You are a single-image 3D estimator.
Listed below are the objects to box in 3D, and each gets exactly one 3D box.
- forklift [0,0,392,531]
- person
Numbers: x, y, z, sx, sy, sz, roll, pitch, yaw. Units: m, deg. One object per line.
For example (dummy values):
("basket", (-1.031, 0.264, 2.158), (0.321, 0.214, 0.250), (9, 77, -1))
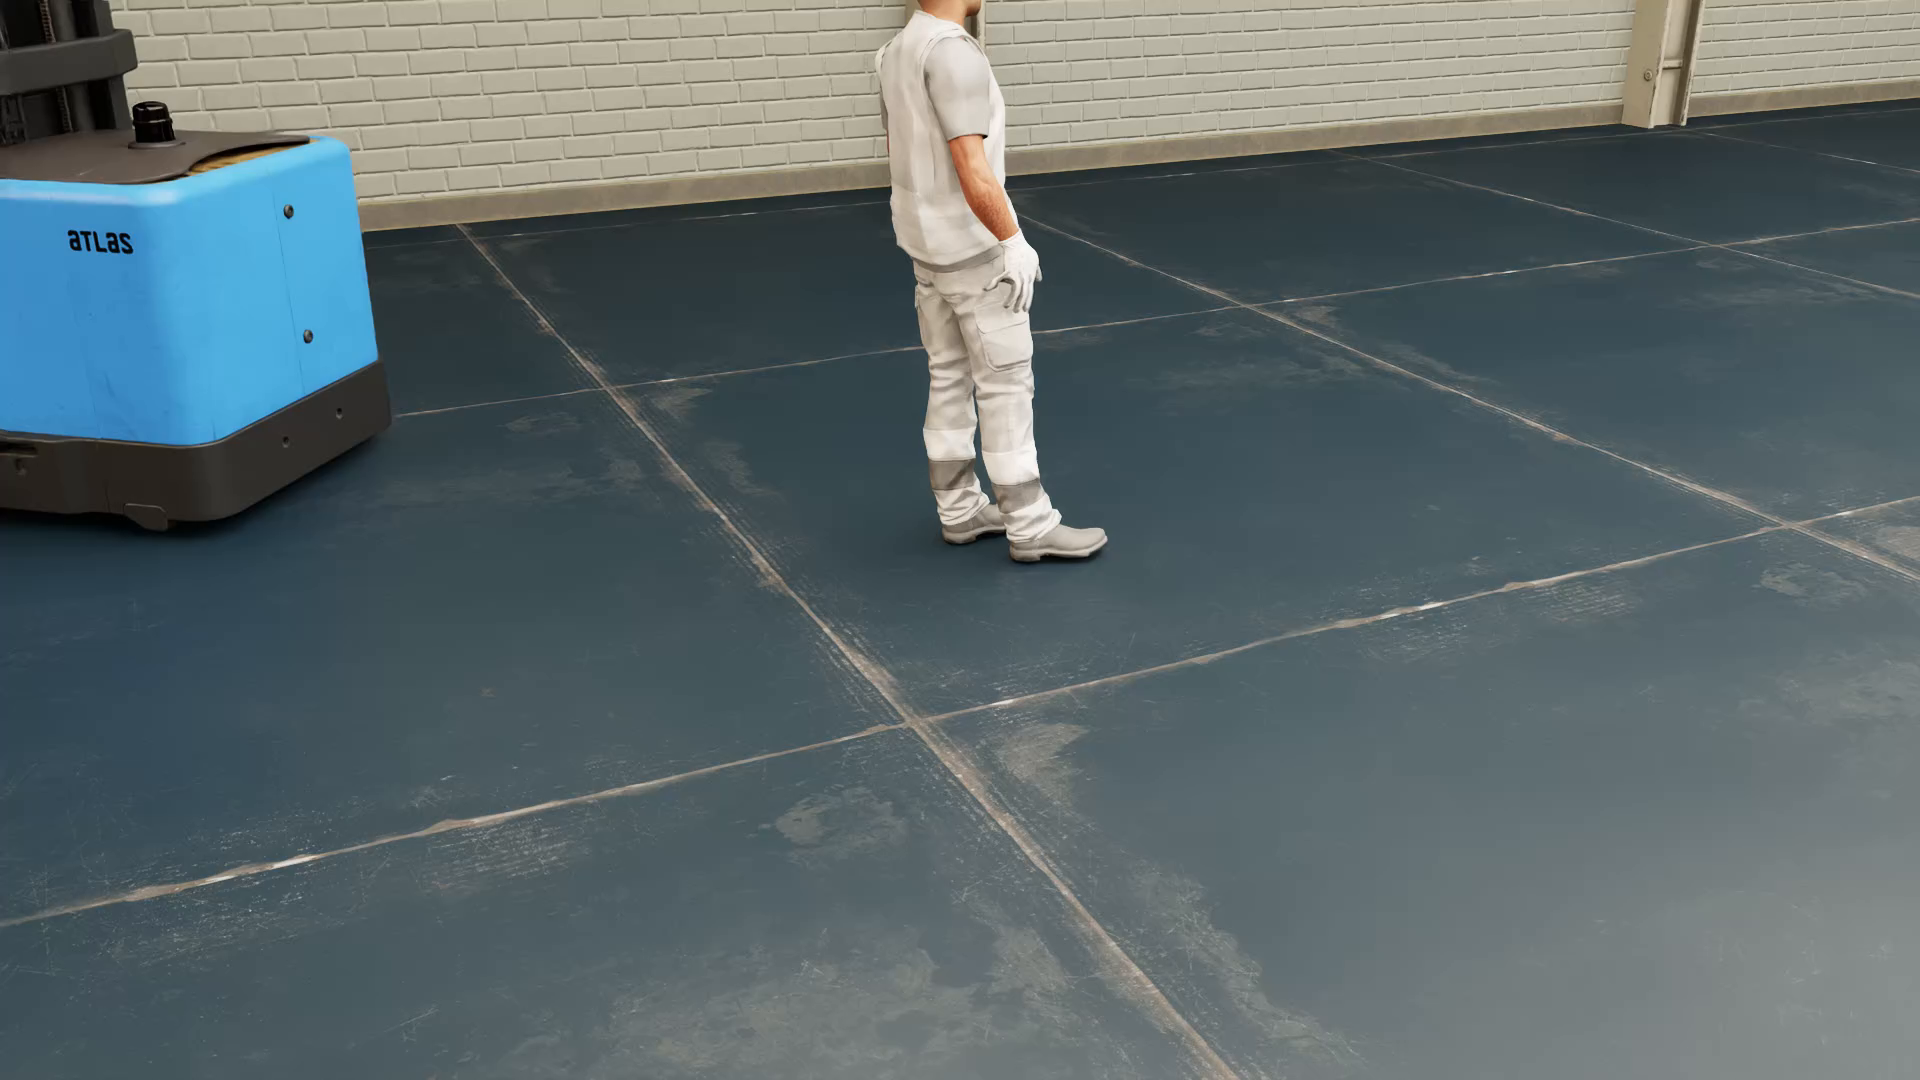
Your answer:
("forklift", (-3.594, -1.664, 5.293), (3.031, 2.935, 1.130), (5, 23, 12))
("person", (0.078, -0.842, 4.782), (0.562, 1.790, 0.637), (-10, 25, -23))
